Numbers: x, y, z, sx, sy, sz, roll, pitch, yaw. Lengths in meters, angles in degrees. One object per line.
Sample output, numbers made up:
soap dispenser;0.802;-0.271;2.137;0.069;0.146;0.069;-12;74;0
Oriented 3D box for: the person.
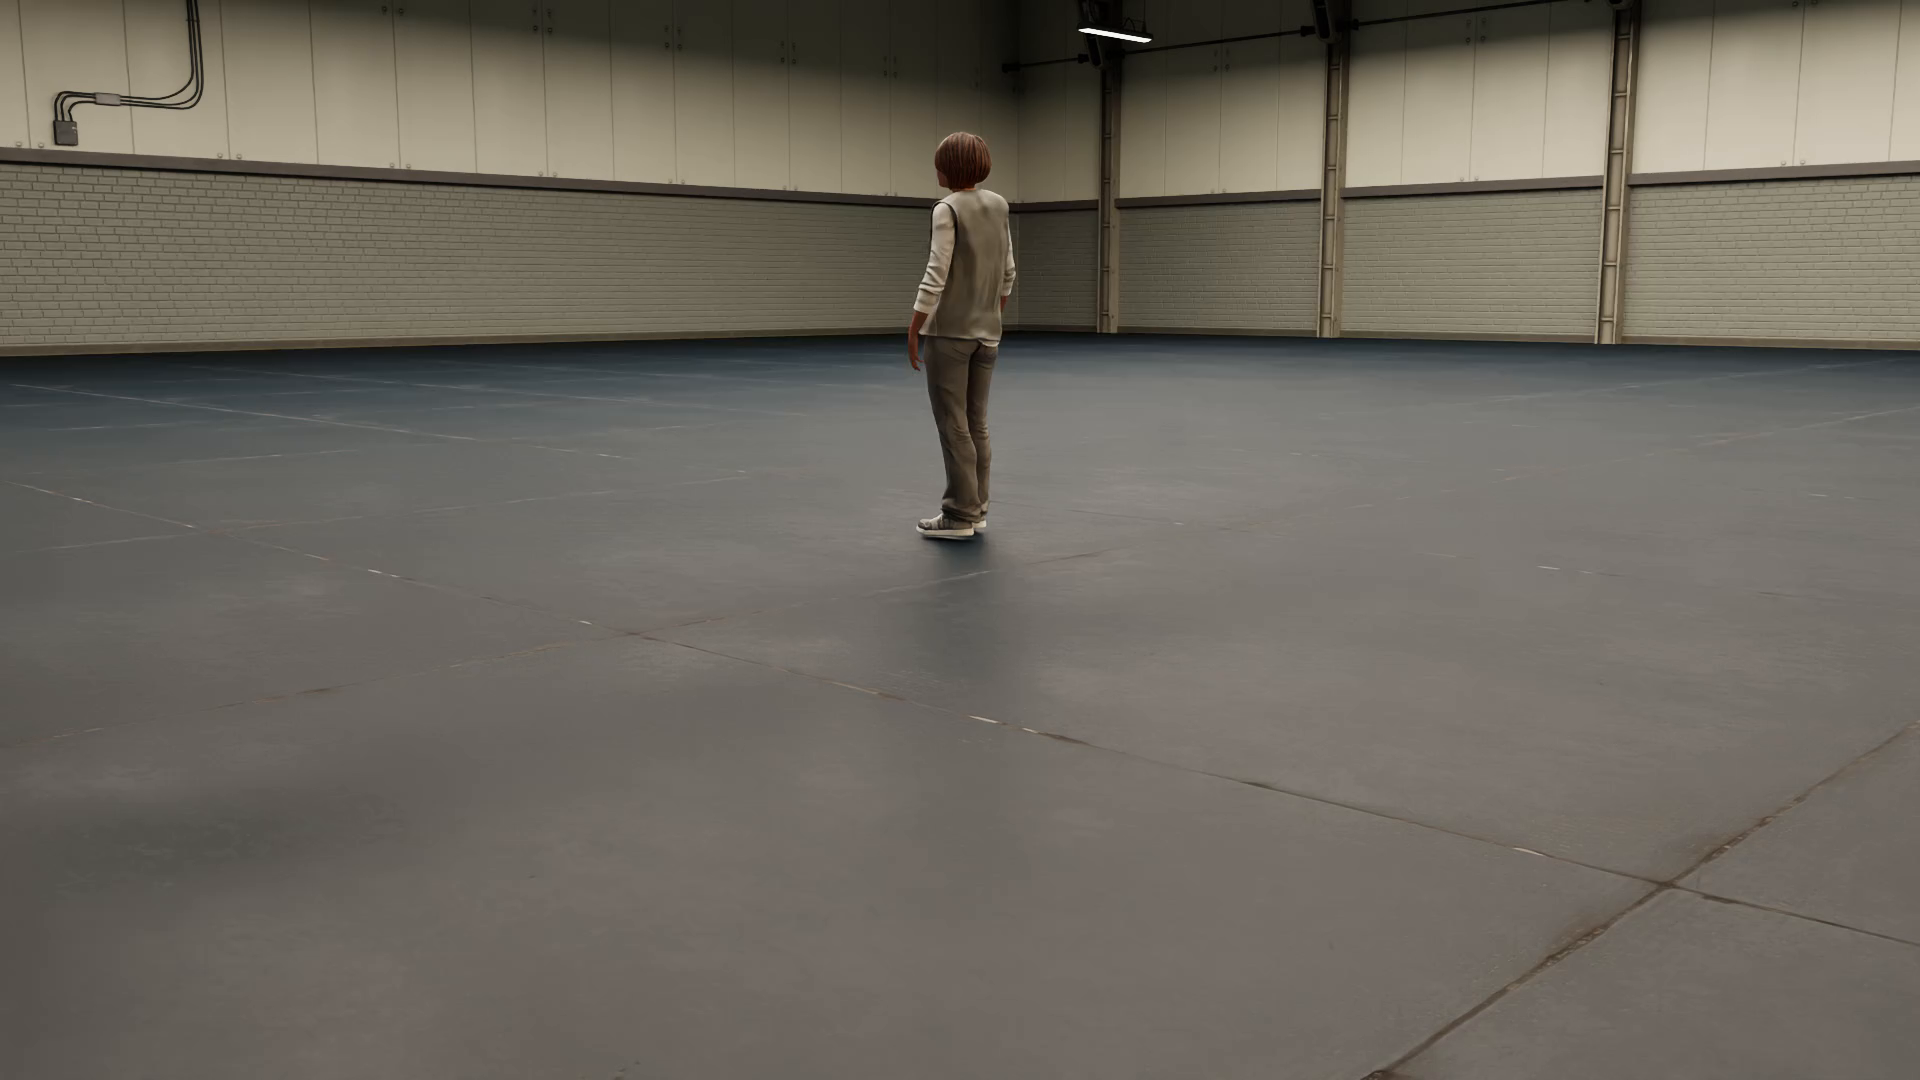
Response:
person;-0.043;-0.806;6.658;0.475;1.597;0.520;8;12;43
